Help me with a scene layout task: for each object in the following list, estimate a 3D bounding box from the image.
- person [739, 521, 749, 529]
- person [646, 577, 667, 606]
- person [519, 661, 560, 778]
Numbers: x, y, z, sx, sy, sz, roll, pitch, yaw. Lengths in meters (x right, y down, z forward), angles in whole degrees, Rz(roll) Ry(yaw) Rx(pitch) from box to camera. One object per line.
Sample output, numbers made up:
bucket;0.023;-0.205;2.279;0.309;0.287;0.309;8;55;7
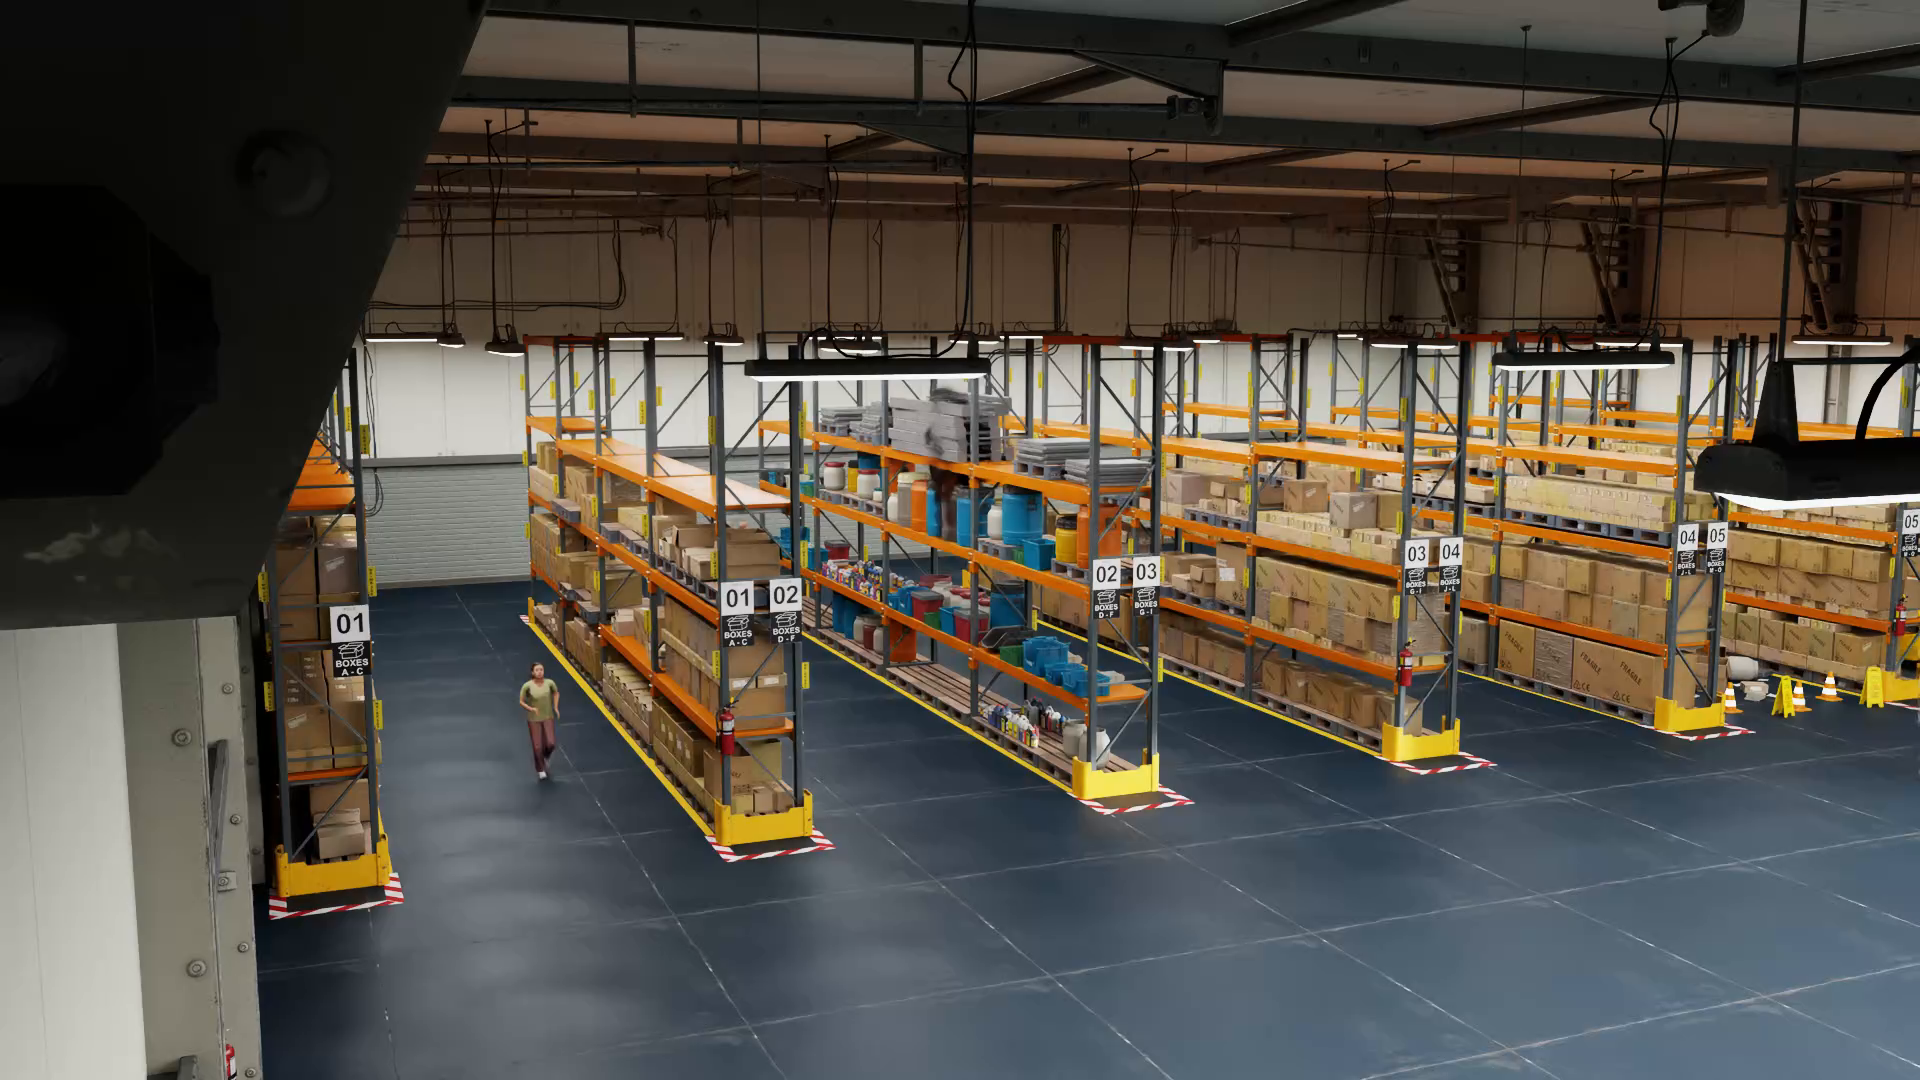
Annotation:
person;-5.023;0.427;38.109;0.912;1.728;0.670;-2;8;-13
person;-6.250;0.921;34.530;0.619;1.759;0.726;-4;9;-29
person;-5.781;2.494;22.951;0.574;1.612;0.540;-3;8;-23
